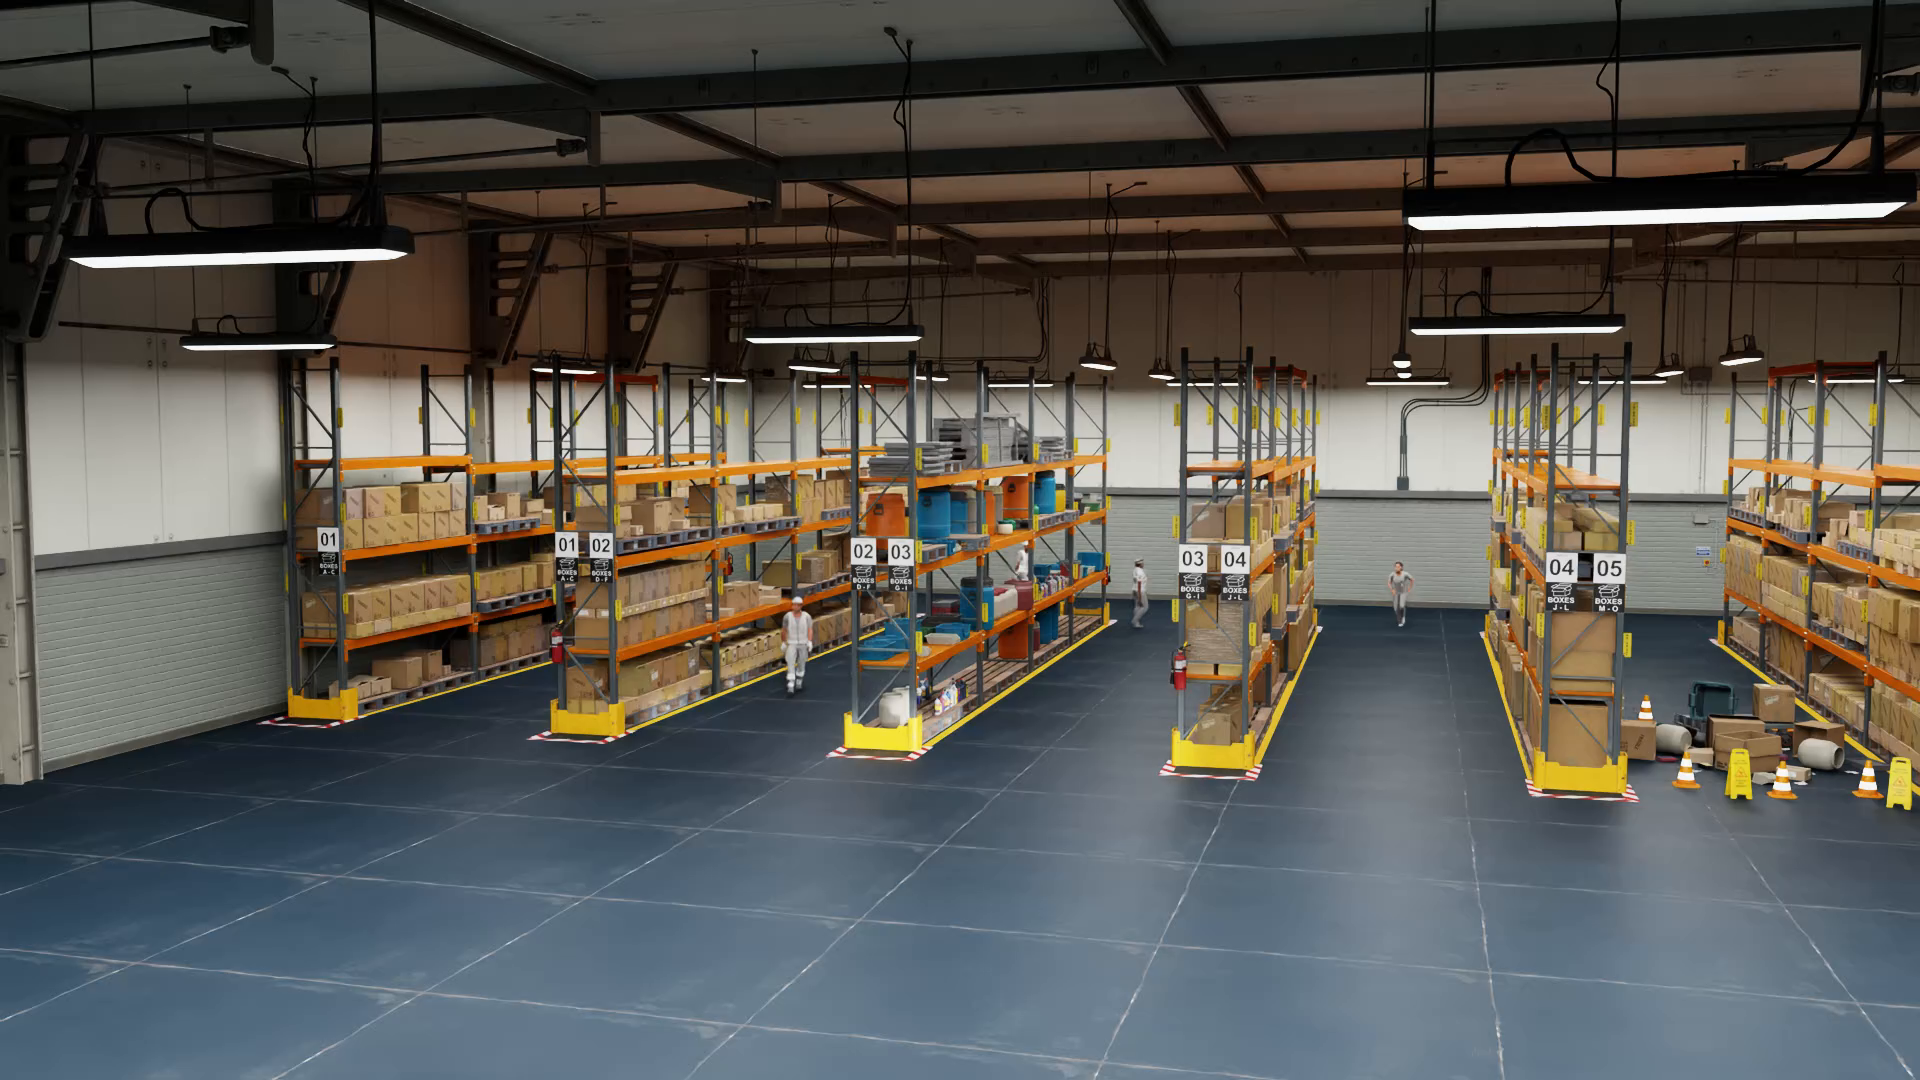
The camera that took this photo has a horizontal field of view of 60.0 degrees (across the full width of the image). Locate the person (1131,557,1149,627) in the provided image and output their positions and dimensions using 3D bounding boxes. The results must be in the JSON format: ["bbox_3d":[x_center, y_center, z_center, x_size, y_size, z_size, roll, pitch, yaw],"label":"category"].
[{"bbox_3d":[4.260,1.258,39.672,0.432,1.679,0.580,-1,4,-10],"label":"person"}]

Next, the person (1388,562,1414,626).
[{"bbox_3d":[10.567,1.294,39.826,0.603,1.578,0.692,2,5,25],"label":"person"}]

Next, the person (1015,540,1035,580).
[{"bbox_3d":[1.759,0.859,44.767,1.133,1.728,0.518,3,5,36],"label":"person"}]

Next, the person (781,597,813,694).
[{"bbox_3d":[-2.938,1.893,30.117,0.559,1.731,1.040,-1,4,-14],"label":"person"}]
